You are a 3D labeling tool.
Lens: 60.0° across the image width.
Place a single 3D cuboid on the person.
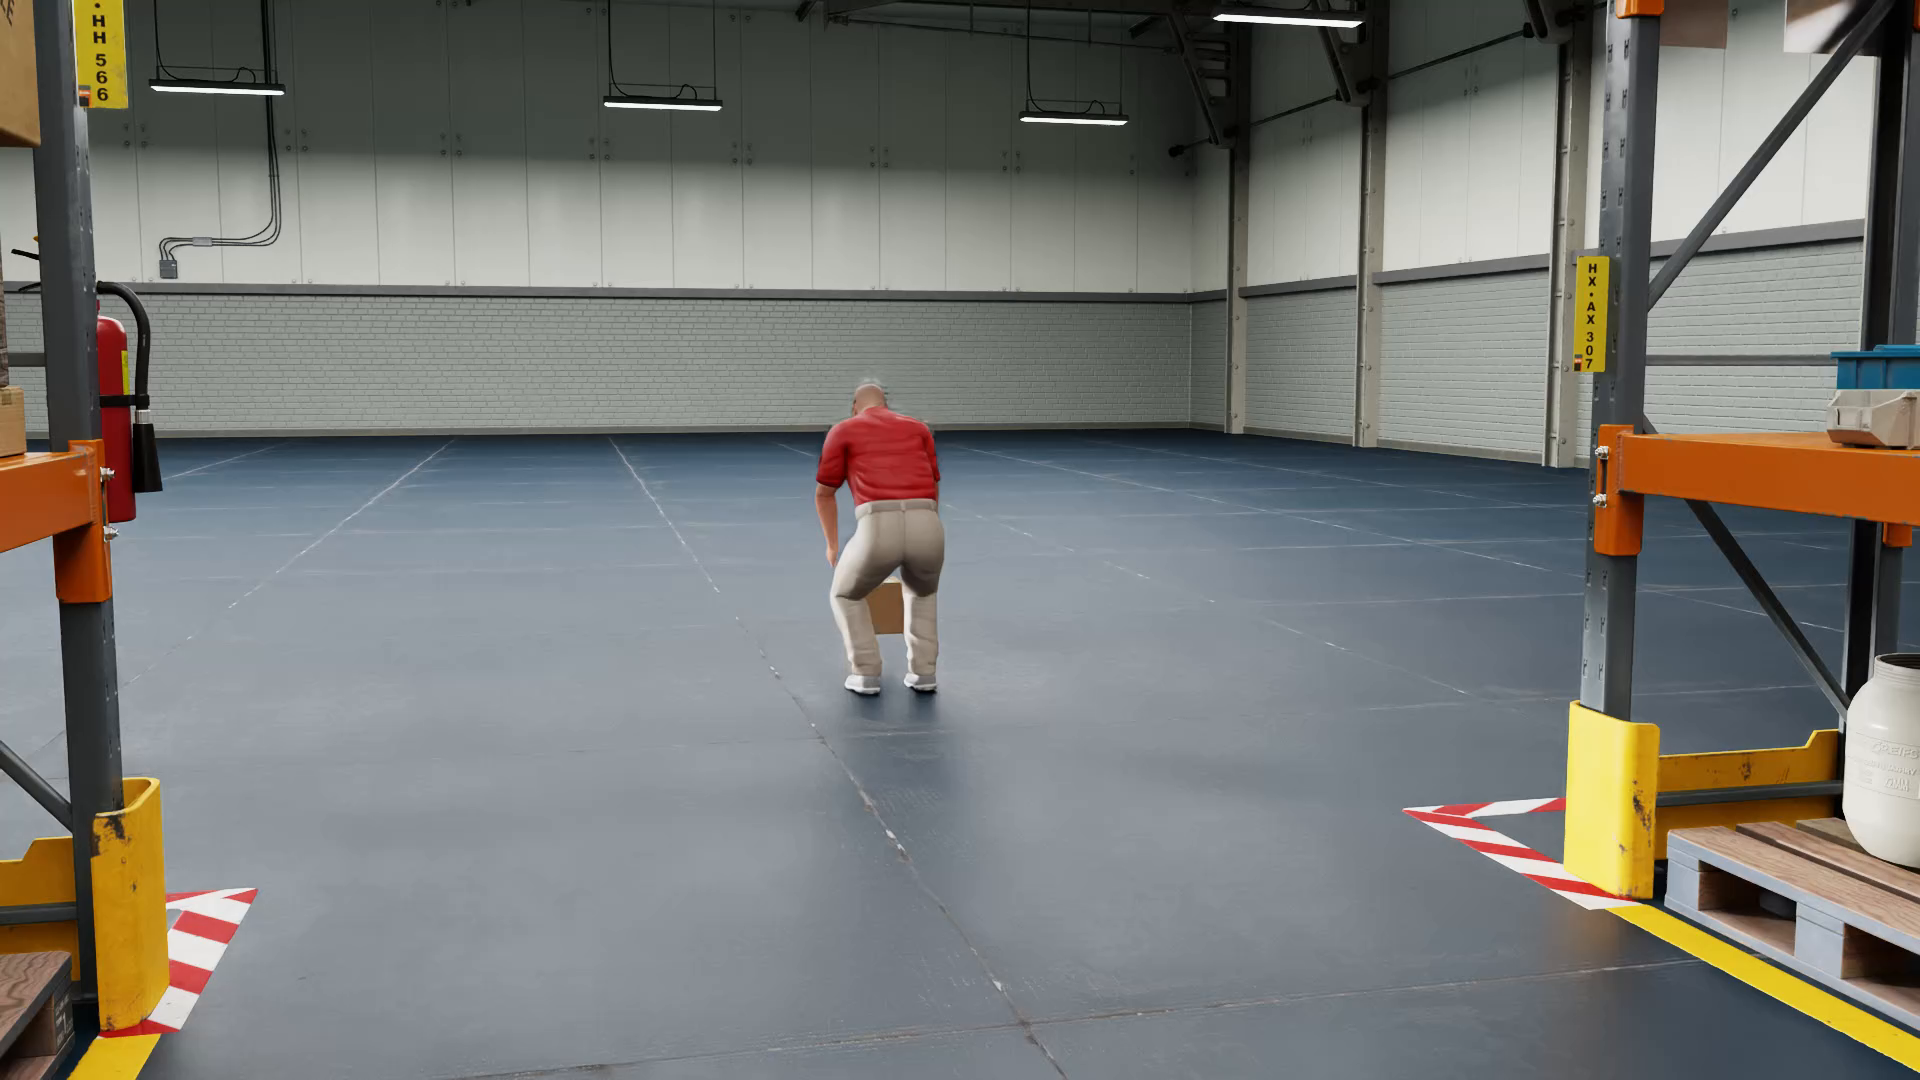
[{"bbox_3d":[-0.359,-0.008,7.652,0.590,1.410,0.705,-1,6,-14],"label":"person"}]
